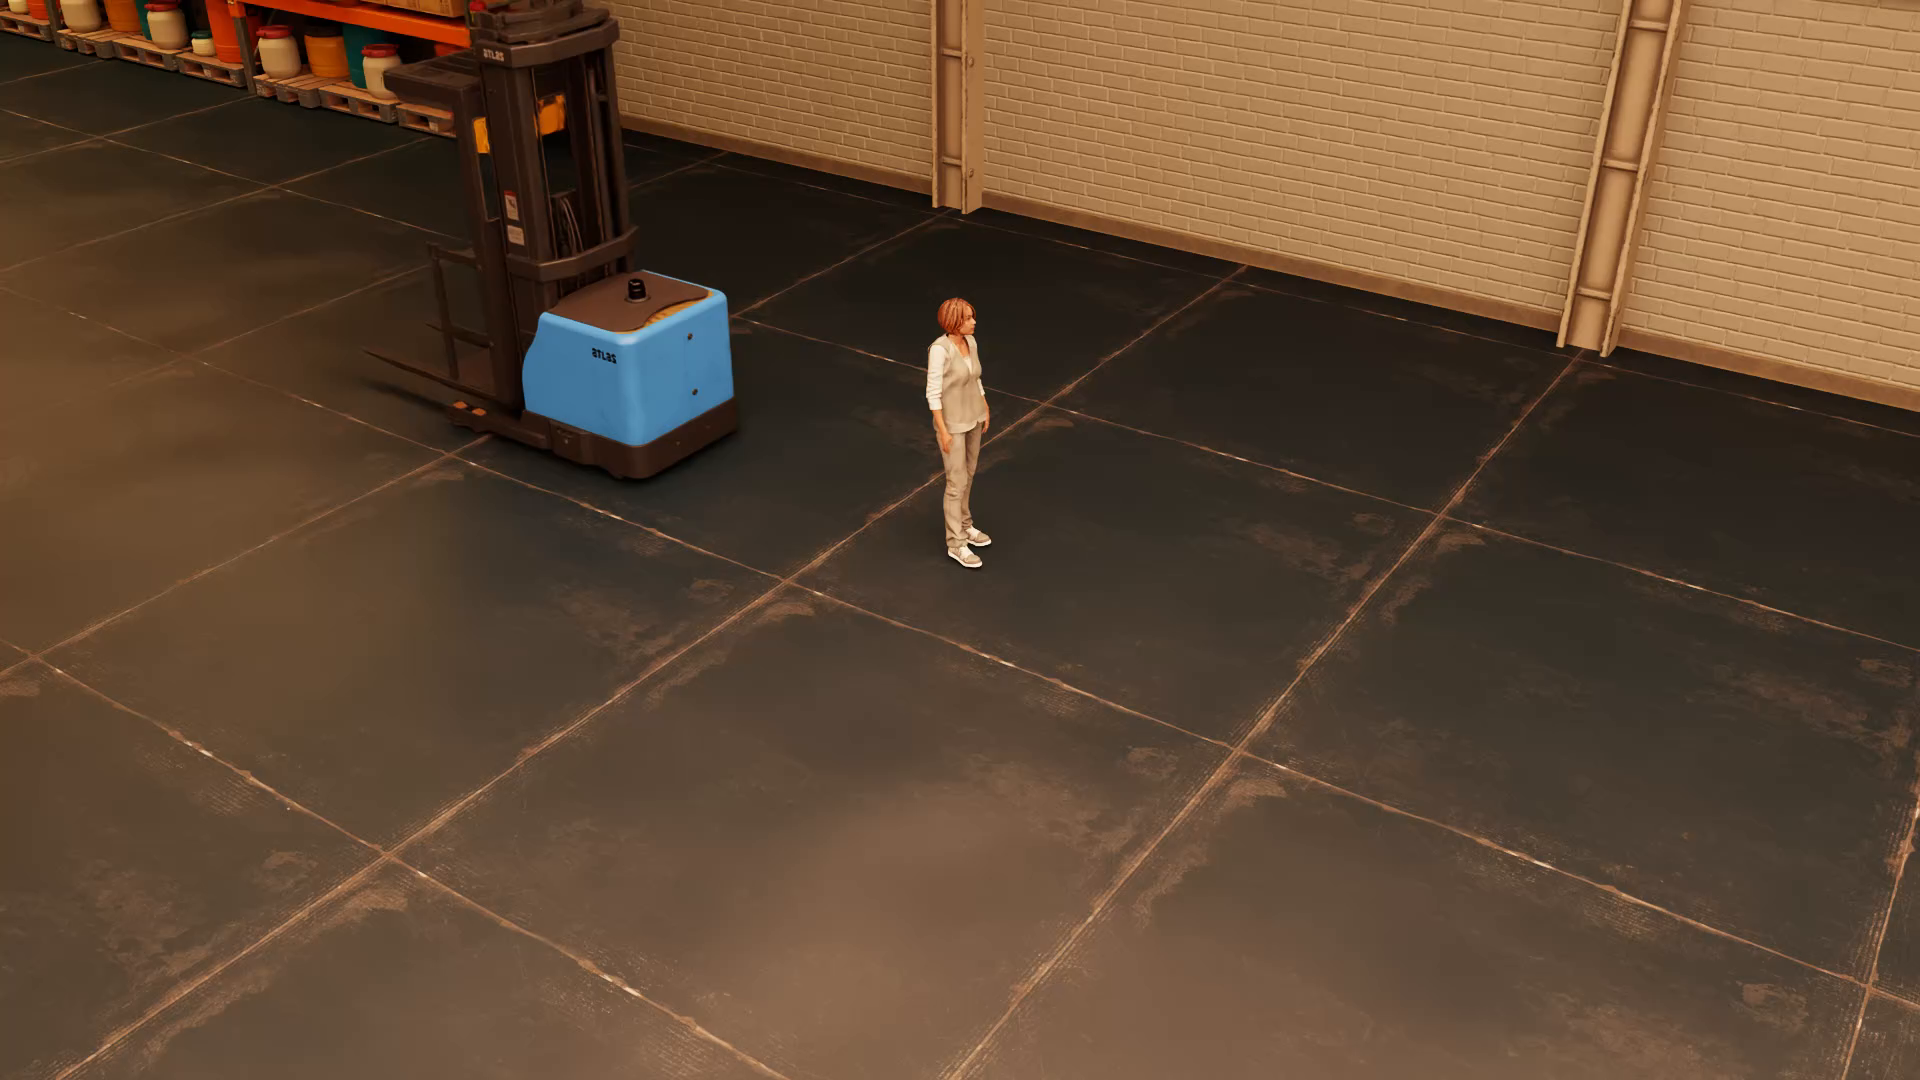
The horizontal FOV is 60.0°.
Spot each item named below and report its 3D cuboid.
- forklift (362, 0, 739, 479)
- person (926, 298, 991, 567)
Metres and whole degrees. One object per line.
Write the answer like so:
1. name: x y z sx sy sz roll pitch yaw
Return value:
1. forklift: -3.072 -2.234 11.428 3.031 2.935 1.130 19 35 29
2. person: 0.054 -0.670 10.049 0.473 1.599 0.520 19 35 29
